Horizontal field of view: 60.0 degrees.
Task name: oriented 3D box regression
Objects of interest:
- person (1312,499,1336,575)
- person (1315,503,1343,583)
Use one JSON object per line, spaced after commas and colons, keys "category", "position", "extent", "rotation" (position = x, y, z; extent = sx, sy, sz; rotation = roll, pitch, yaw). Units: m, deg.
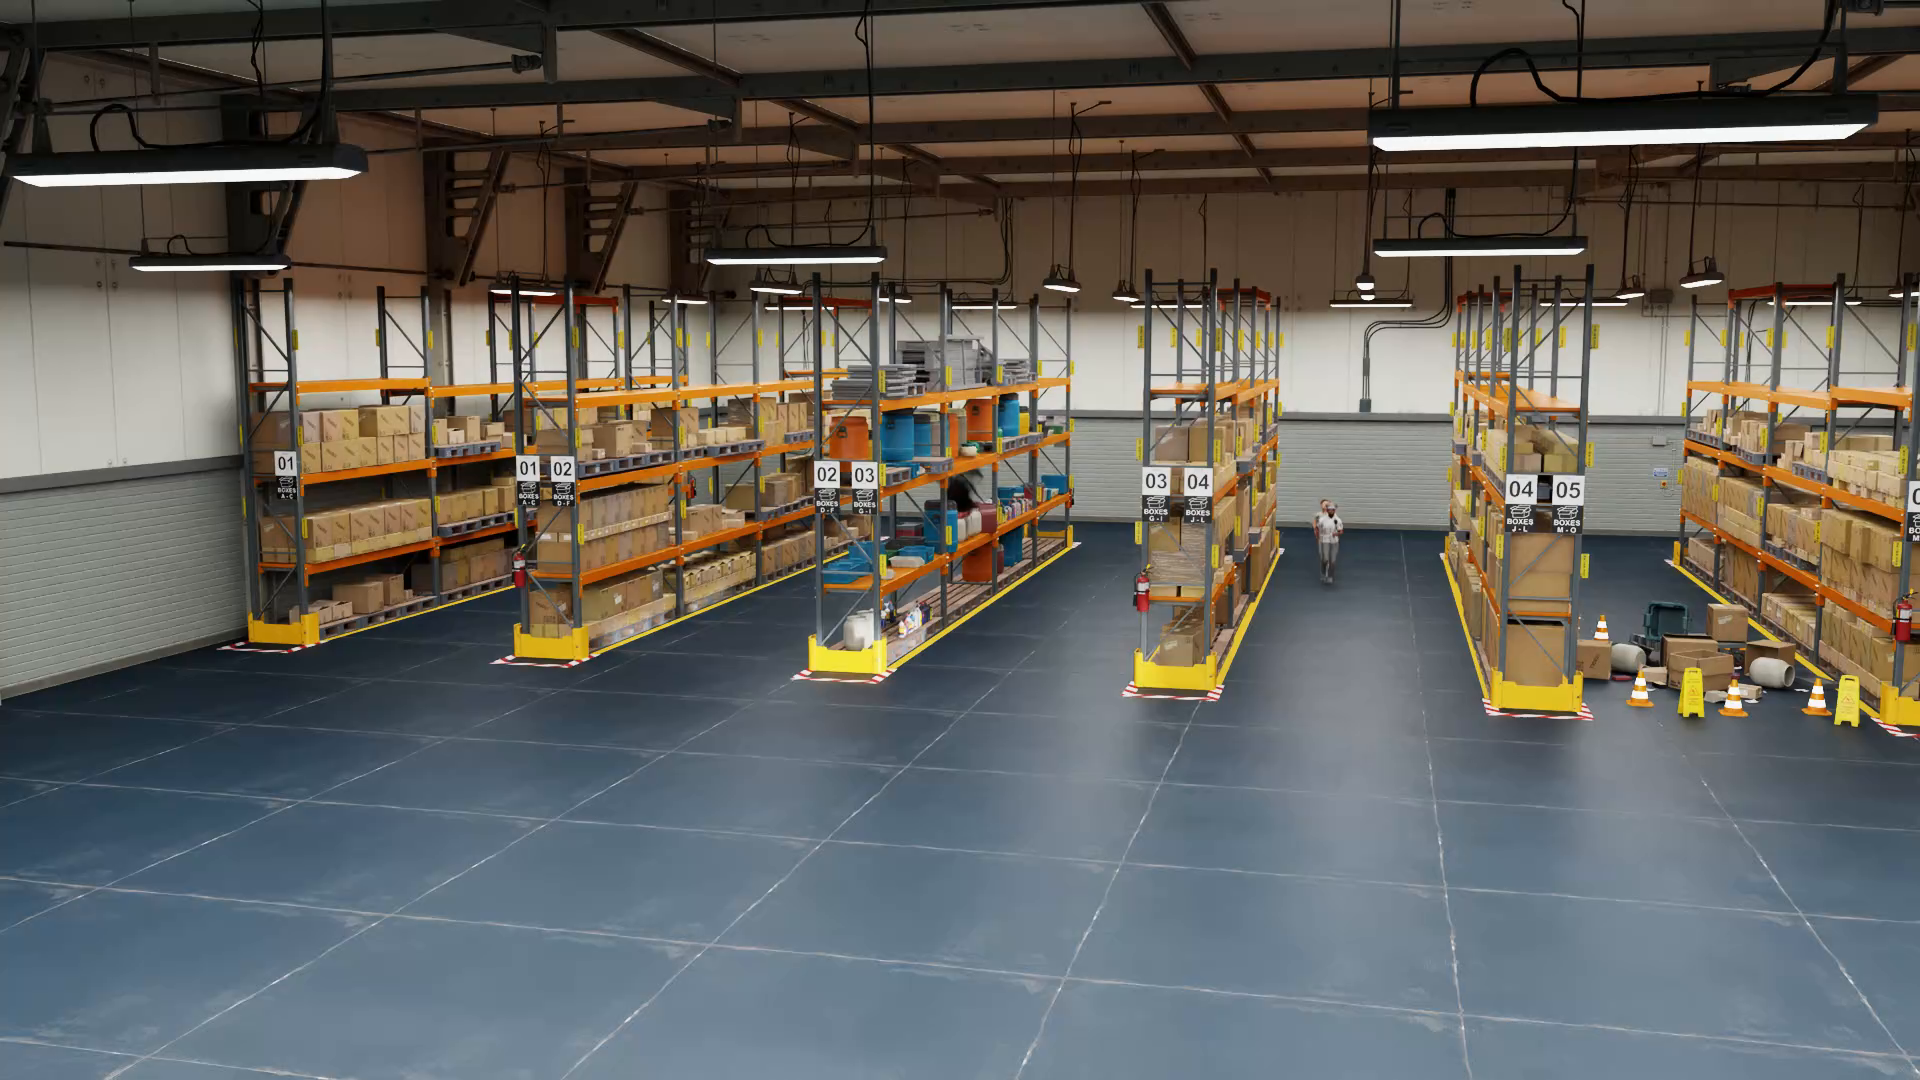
{"category": "person", "position": [4.243, -0.058, 35.495], "extent": [7.345, 1.624, 2.622], "rotation": [2, 7, 16]}
{"category": "person", "position": [7.601, 0.064, 34.213], "extent": [0.551, 1.663, 0.626], "rotation": [1, 7, 6]}
